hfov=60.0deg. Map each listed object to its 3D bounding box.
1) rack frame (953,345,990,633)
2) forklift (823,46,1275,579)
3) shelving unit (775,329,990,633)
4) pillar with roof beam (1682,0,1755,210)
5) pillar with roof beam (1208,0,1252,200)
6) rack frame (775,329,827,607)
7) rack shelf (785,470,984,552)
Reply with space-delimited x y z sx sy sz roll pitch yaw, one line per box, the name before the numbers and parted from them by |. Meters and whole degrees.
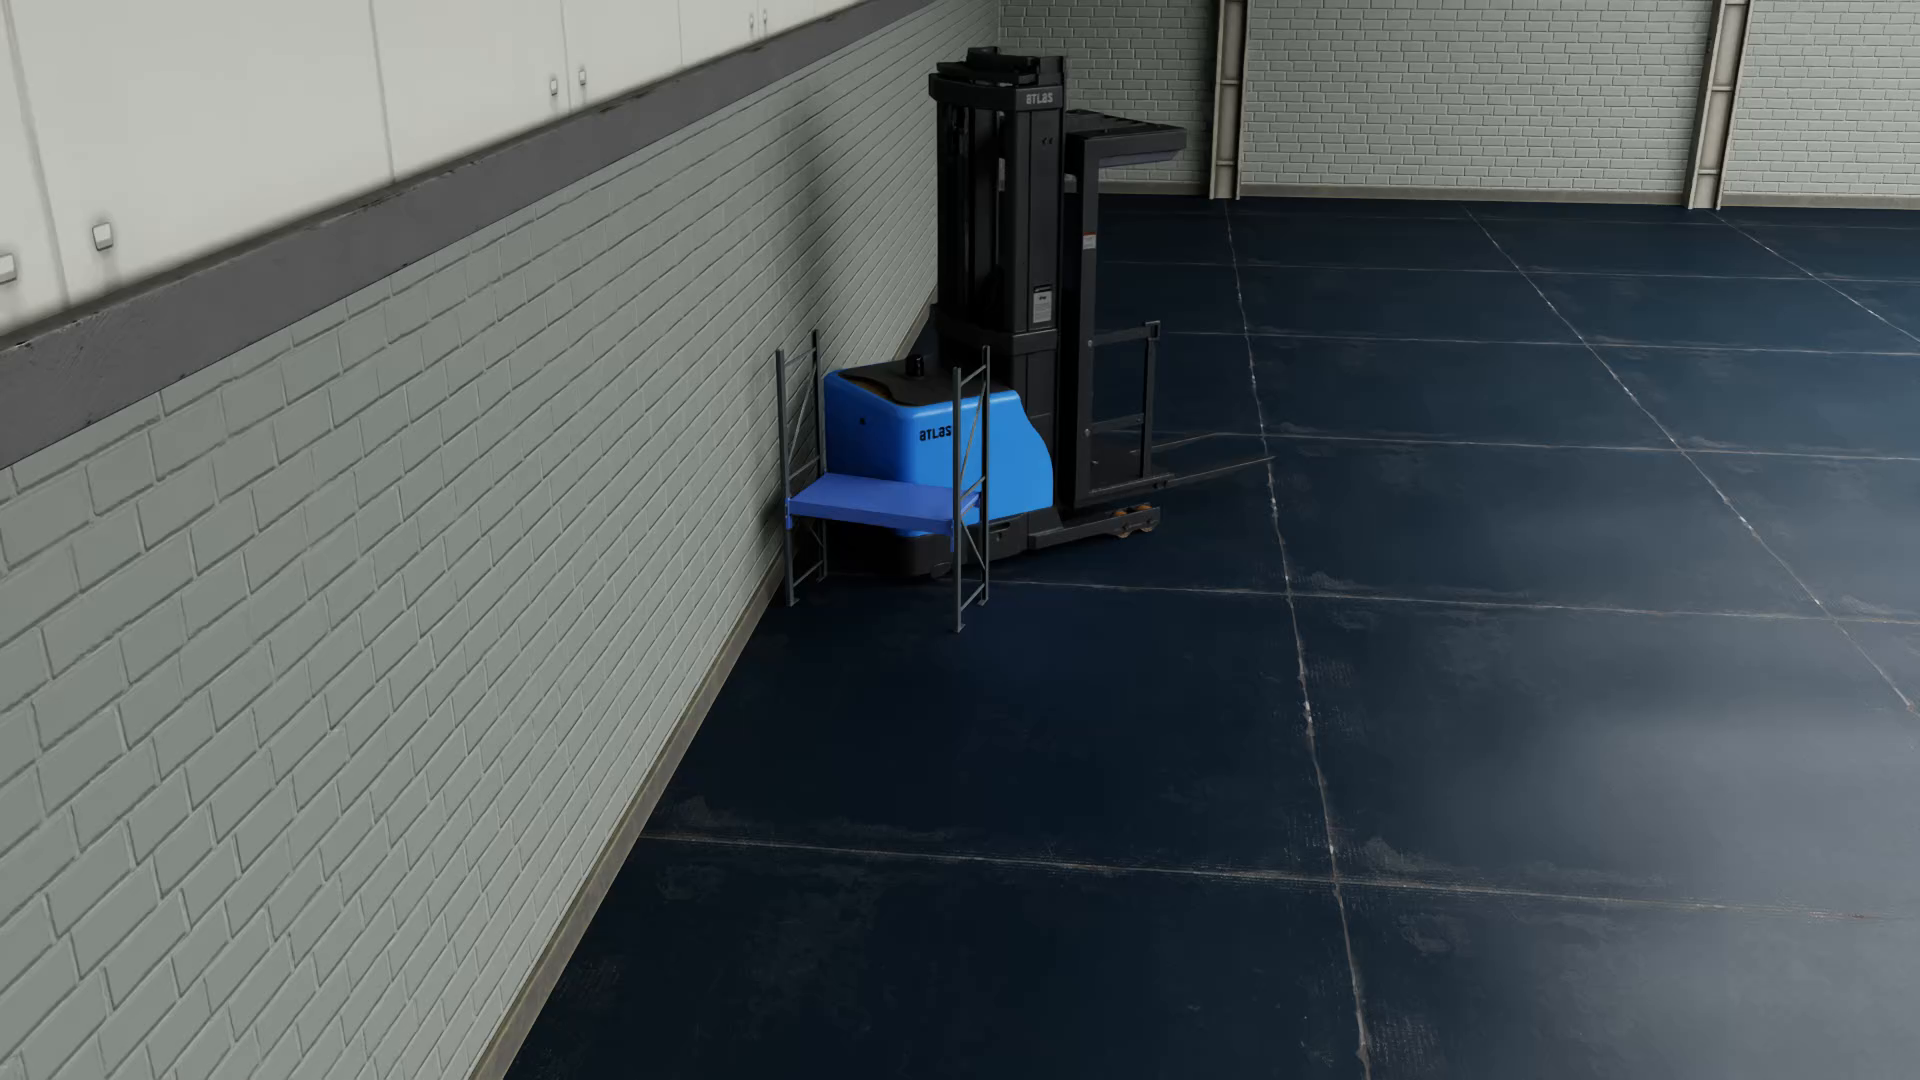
rack frame | 0.062 -0.274 9.092 0.032 1.500 0.500 8 23 19
forklift | 0.676 -1.528 10.317 3.031 2.935 1.130 -13 25 -30
shelving unit | -0.415 -0.339 9.256 1.048 1.500 0.538 8 23 19
pillar with roof beam | 8.915 -6.851 15.528 0.400 9.000 9.100 2 22 6
pillar with roof beam | 2.957 -7.110 16.185 0.400 9.000 9.100 2 22 6
rack frame | -0.891 -0.403 9.420 0.032 1.500 0.500 8 23 19
rack shelf | -0.415 -0.171 9.322 1.000 0.185 0.538 8 23 19
